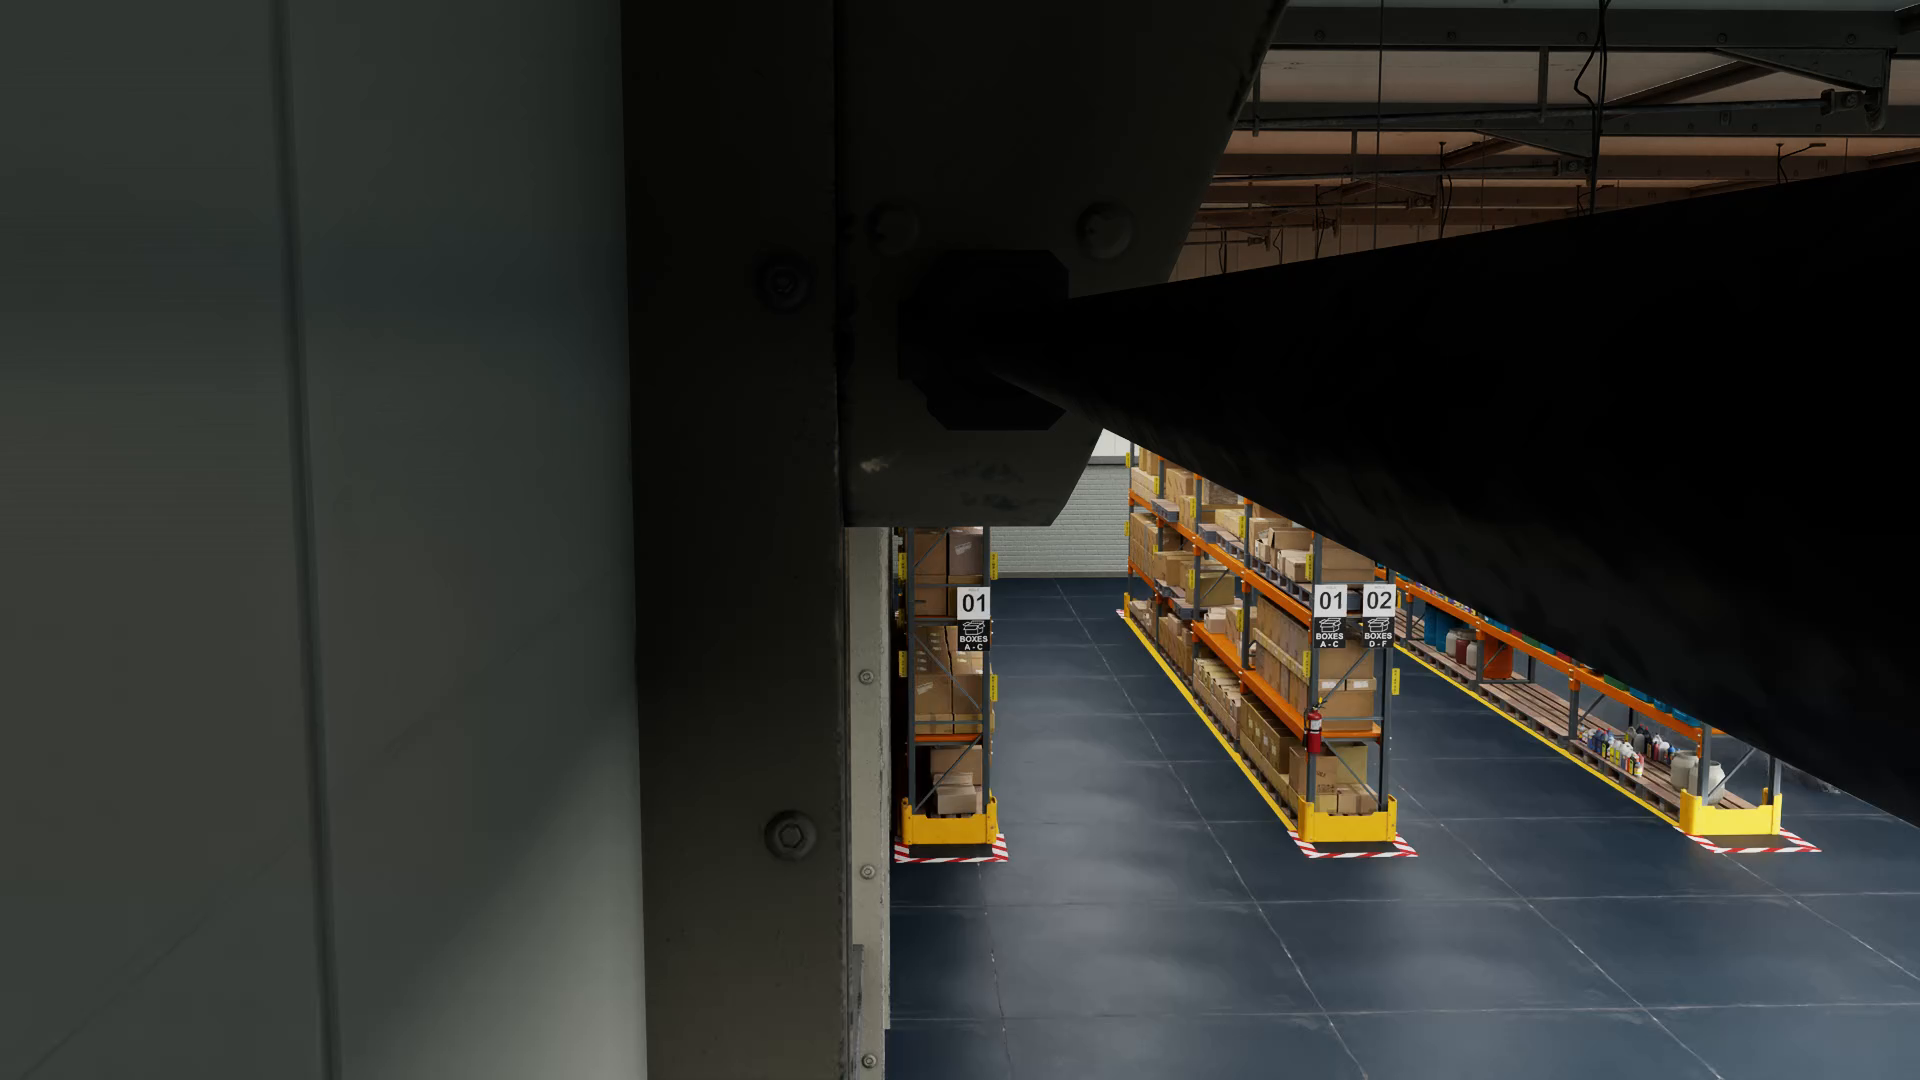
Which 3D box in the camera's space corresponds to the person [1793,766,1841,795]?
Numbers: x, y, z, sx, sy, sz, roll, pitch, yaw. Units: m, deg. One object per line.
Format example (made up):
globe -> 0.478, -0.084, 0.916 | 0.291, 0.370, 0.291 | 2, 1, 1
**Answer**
person -> 11.872, 2.529, 23.025 | 0.608, 1.817, 1.077 | -3, 8, -22
